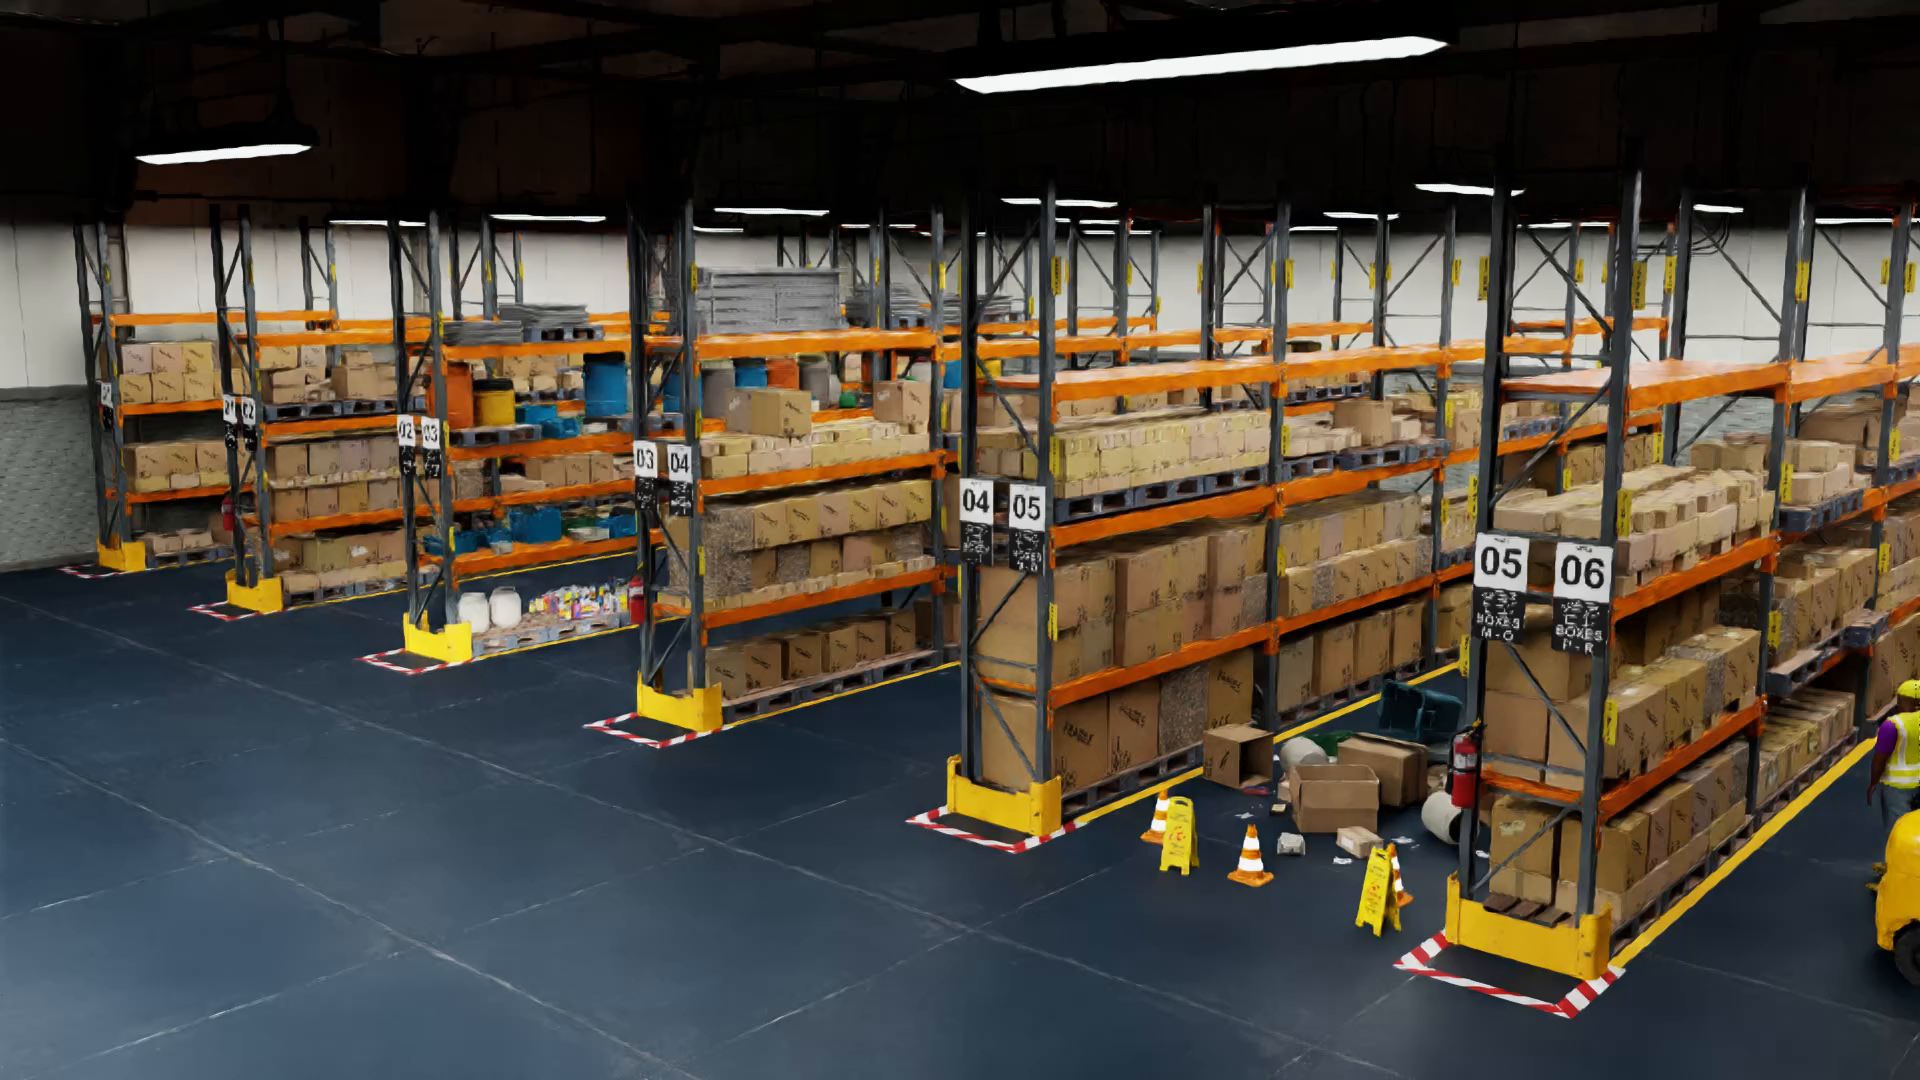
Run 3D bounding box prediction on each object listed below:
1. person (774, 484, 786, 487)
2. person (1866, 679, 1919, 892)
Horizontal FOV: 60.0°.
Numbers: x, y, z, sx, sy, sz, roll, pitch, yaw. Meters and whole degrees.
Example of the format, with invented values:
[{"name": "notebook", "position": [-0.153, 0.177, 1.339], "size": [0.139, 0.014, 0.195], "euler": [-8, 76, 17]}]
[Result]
[{"name": "person", "position": [-2.663, -0.164, 25.313], "size": [0.735, 1.719, 0.871], "euler": [4, 10, 22]}, {"name": "person", "position": [7.815, 2.010, 13.806], "size": [0.673, 1.763, 0.580], "euler": [-3, 10, -17]}]
